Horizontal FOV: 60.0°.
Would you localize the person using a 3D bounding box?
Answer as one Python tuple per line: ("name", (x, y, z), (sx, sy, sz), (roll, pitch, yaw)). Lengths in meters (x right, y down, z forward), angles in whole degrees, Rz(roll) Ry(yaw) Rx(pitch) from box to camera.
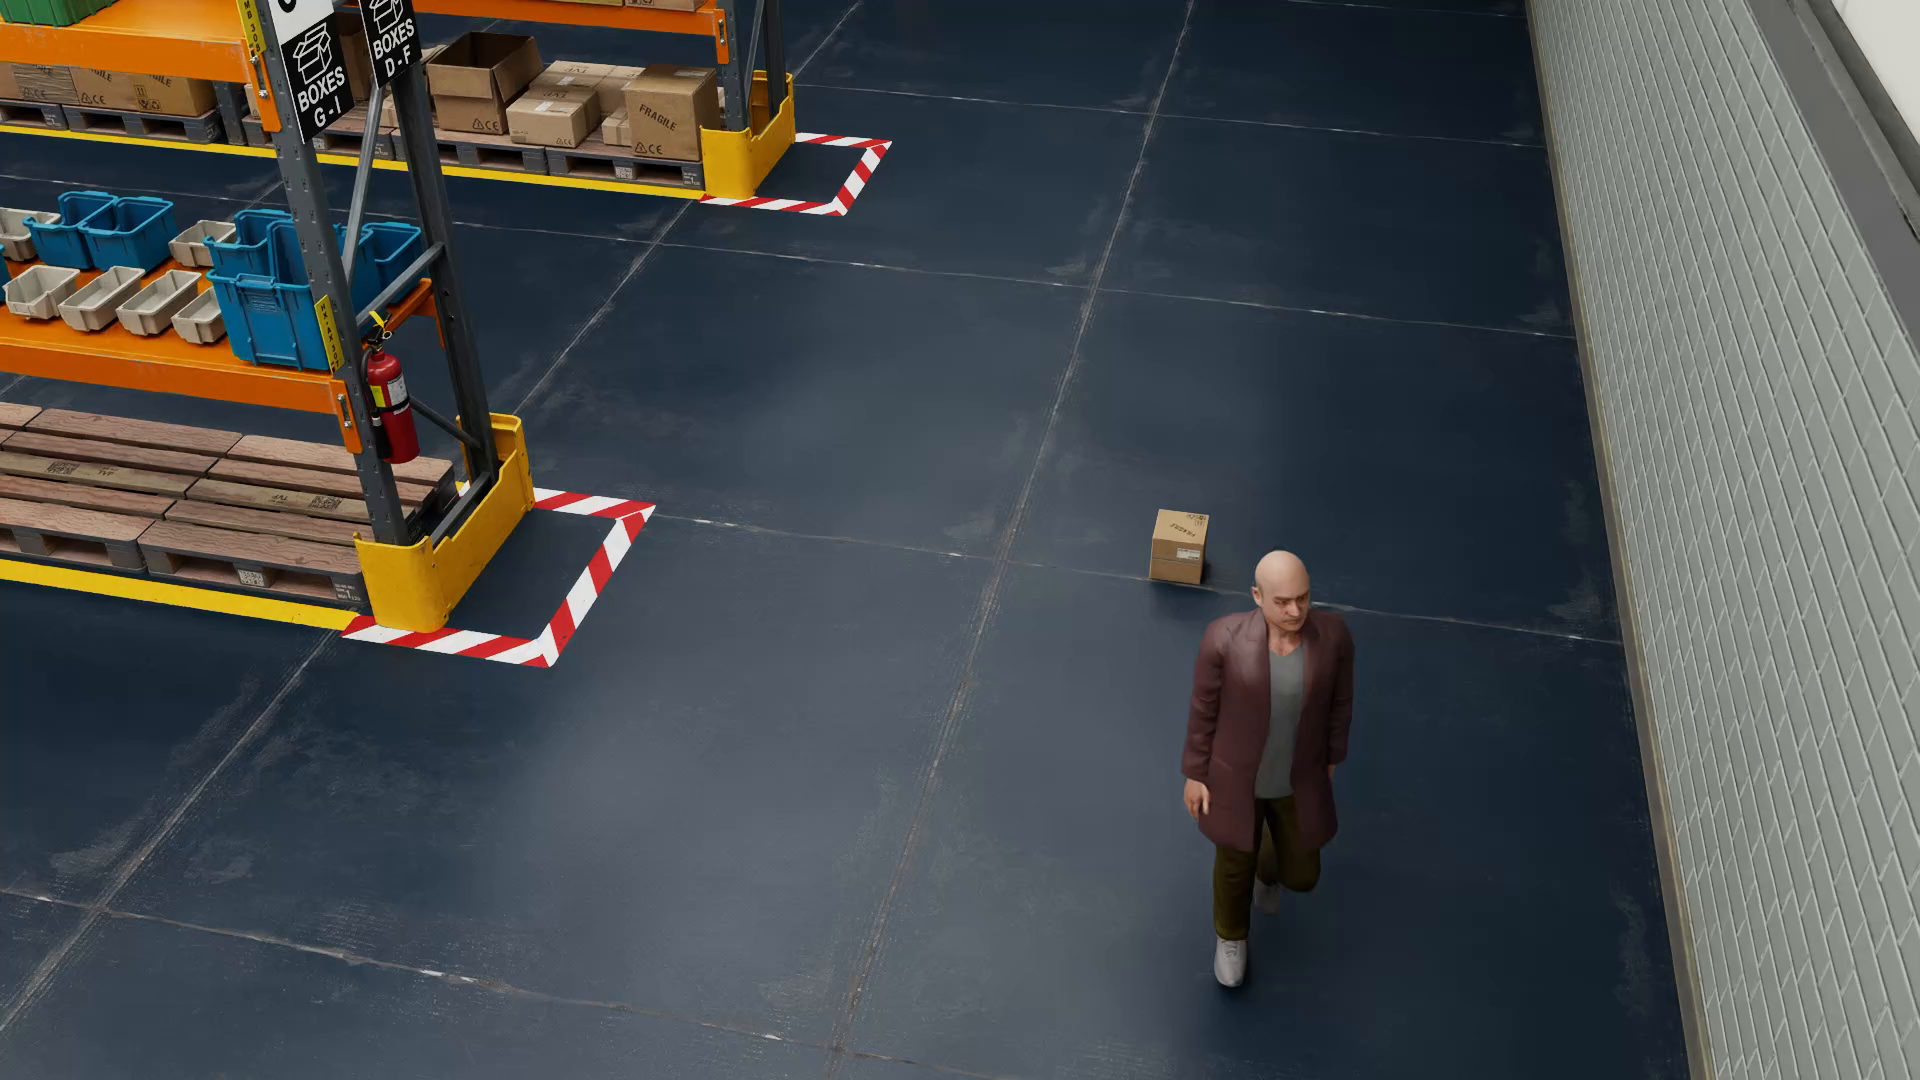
("person", (1.069, 0.791, 5.854), (0.596, 1.763, 0.584), (0, 36, -1))
